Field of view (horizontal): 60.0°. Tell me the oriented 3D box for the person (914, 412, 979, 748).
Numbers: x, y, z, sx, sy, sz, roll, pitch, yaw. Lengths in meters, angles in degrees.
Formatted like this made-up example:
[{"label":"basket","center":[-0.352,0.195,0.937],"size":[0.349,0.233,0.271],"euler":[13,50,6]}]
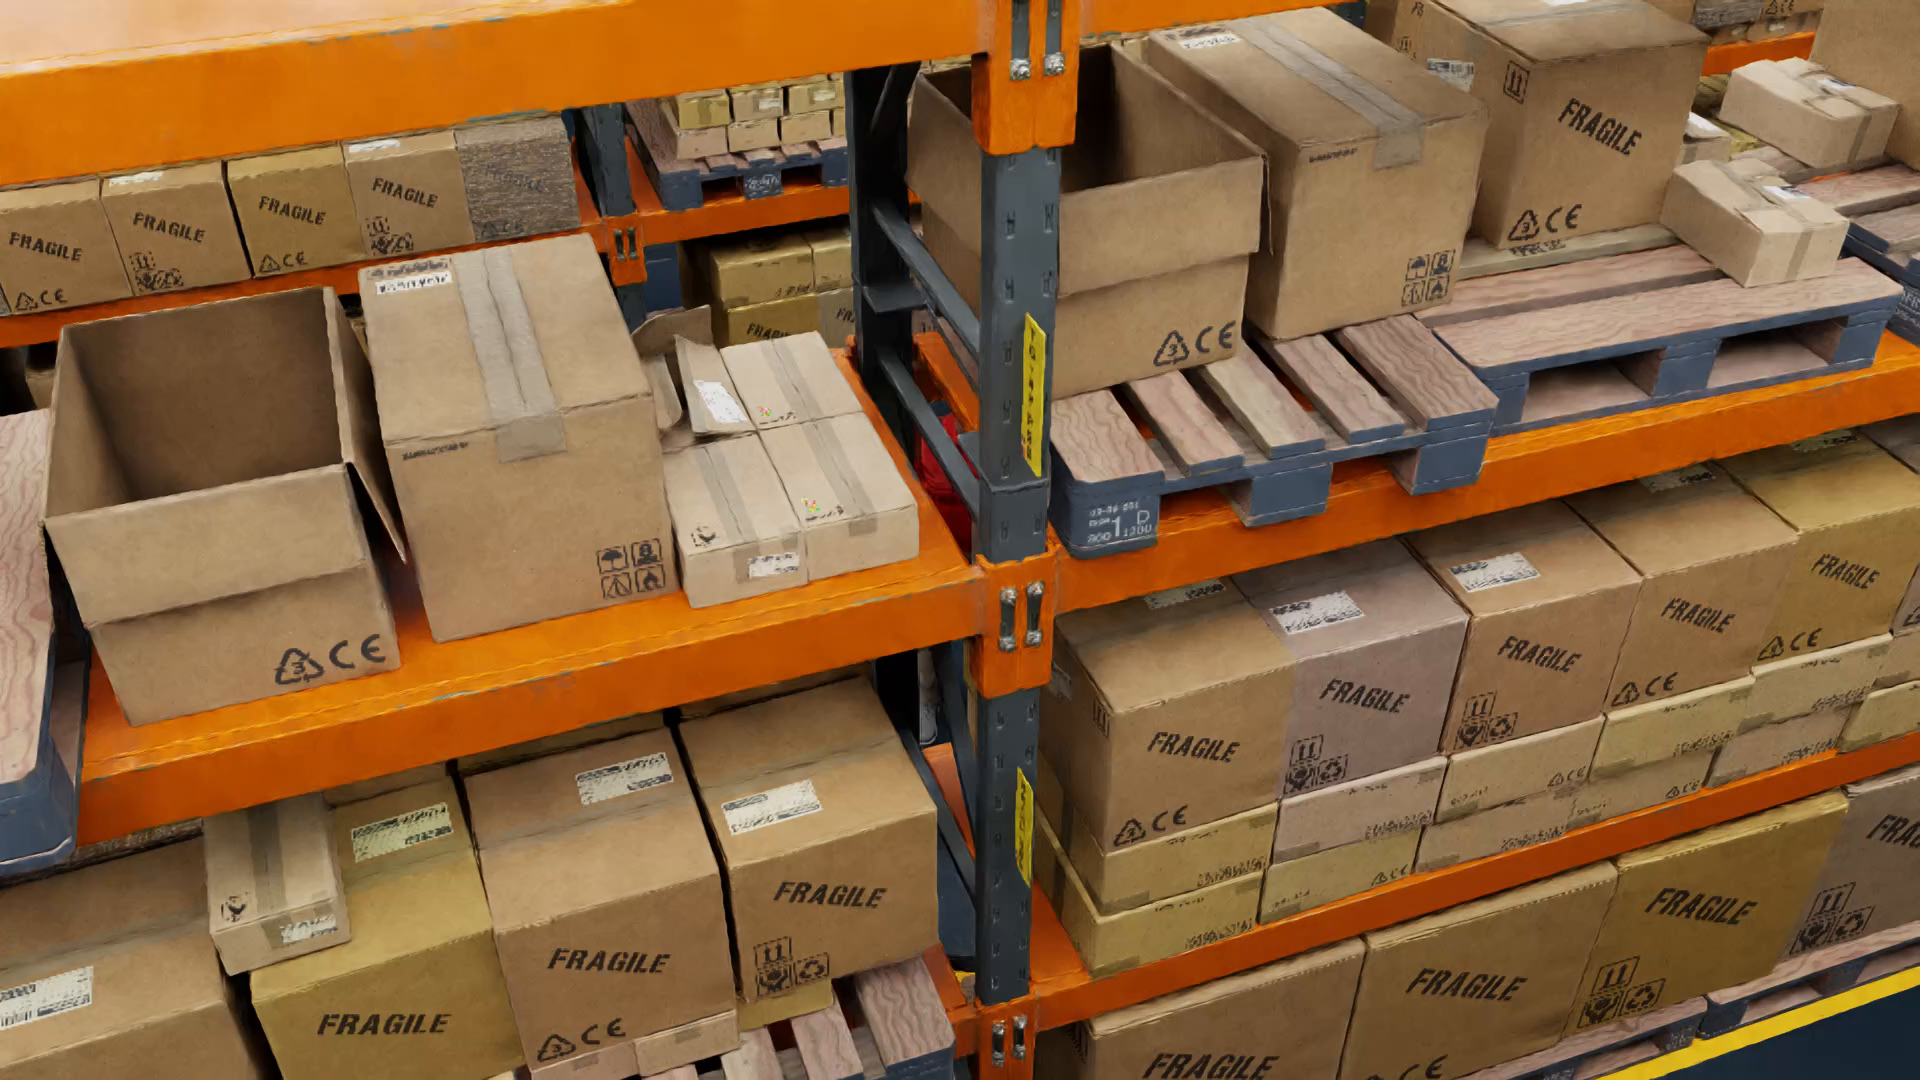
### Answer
[{"label":"person","center":[0.008,0.070,6.706],"size":[0.603,1.719,0.516],"euler":[6,38,7]}]
